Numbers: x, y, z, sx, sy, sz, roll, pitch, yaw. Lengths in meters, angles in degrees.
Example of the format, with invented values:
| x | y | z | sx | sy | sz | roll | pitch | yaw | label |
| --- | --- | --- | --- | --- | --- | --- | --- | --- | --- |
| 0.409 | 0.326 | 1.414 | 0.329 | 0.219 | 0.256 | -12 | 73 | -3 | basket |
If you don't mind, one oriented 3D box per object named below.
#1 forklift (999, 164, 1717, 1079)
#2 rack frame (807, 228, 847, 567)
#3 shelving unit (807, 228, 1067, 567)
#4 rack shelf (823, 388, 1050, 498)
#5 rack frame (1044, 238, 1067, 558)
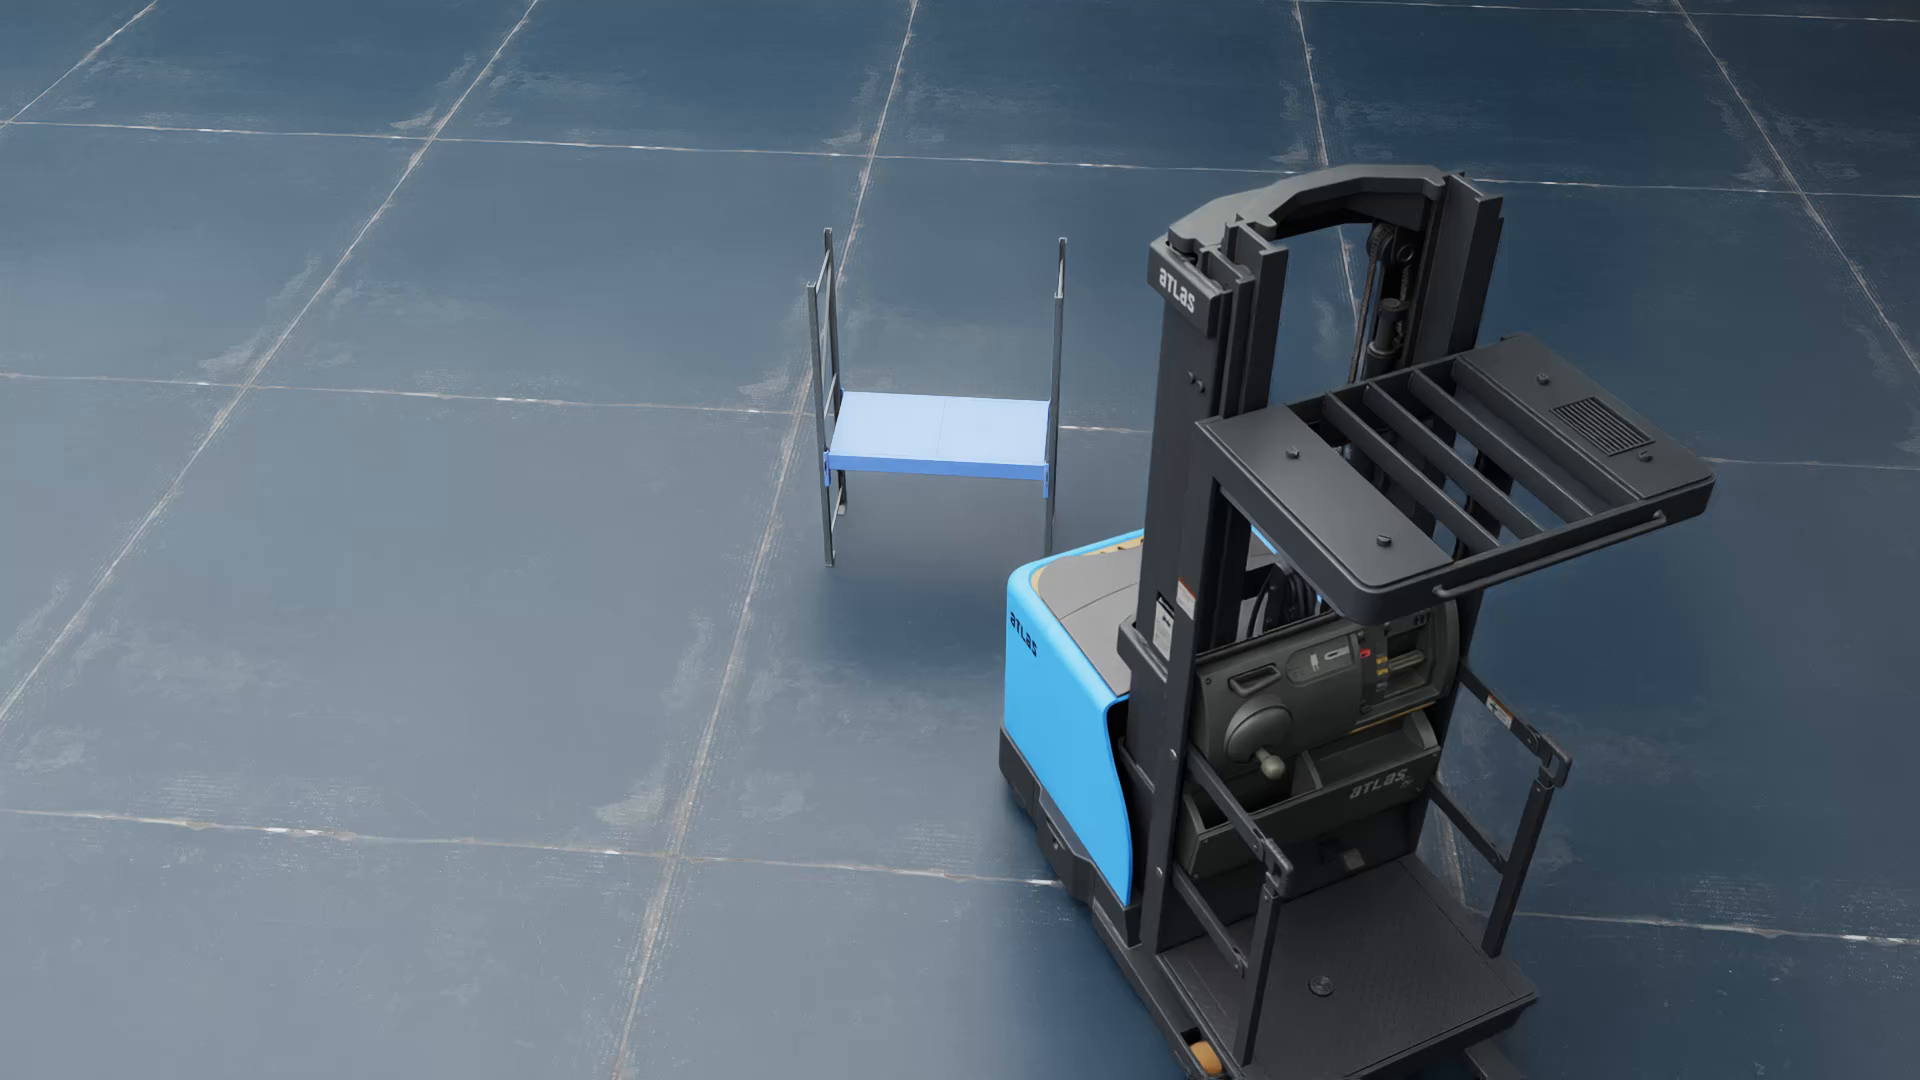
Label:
| x | y | z | sx | sy | sz | roll | pitch | yaw | label |
| --- | --- | --- | --- | --- | --- | --- | --- | --- | --- |
| 1.235 | 0.518 | 4.963 | 1.130 | 2.935 | 3.031 | -16 | 42 | -19 | forklift |
| -0.591 | -0.614 | 7.487 | 0.032 | 1.500 | 0.500 | 3 | 39 | 4 | rack frame |
| -0.085 | -0.586 | 7.453 | 1.048 | 1.500 | 0.538 | 3 | 39 | 4 | shelving unit |
| -0.085 | -0.447 | 7.566 | 1.000 | 0.185 | 0.538 | 3 | 39 | 4 | rack shelf |
| 0.421 | -0.559 | 7.419 | 0.032 | 1.500 | 0.500 | 3 | 39 | 4 | rack frame |
